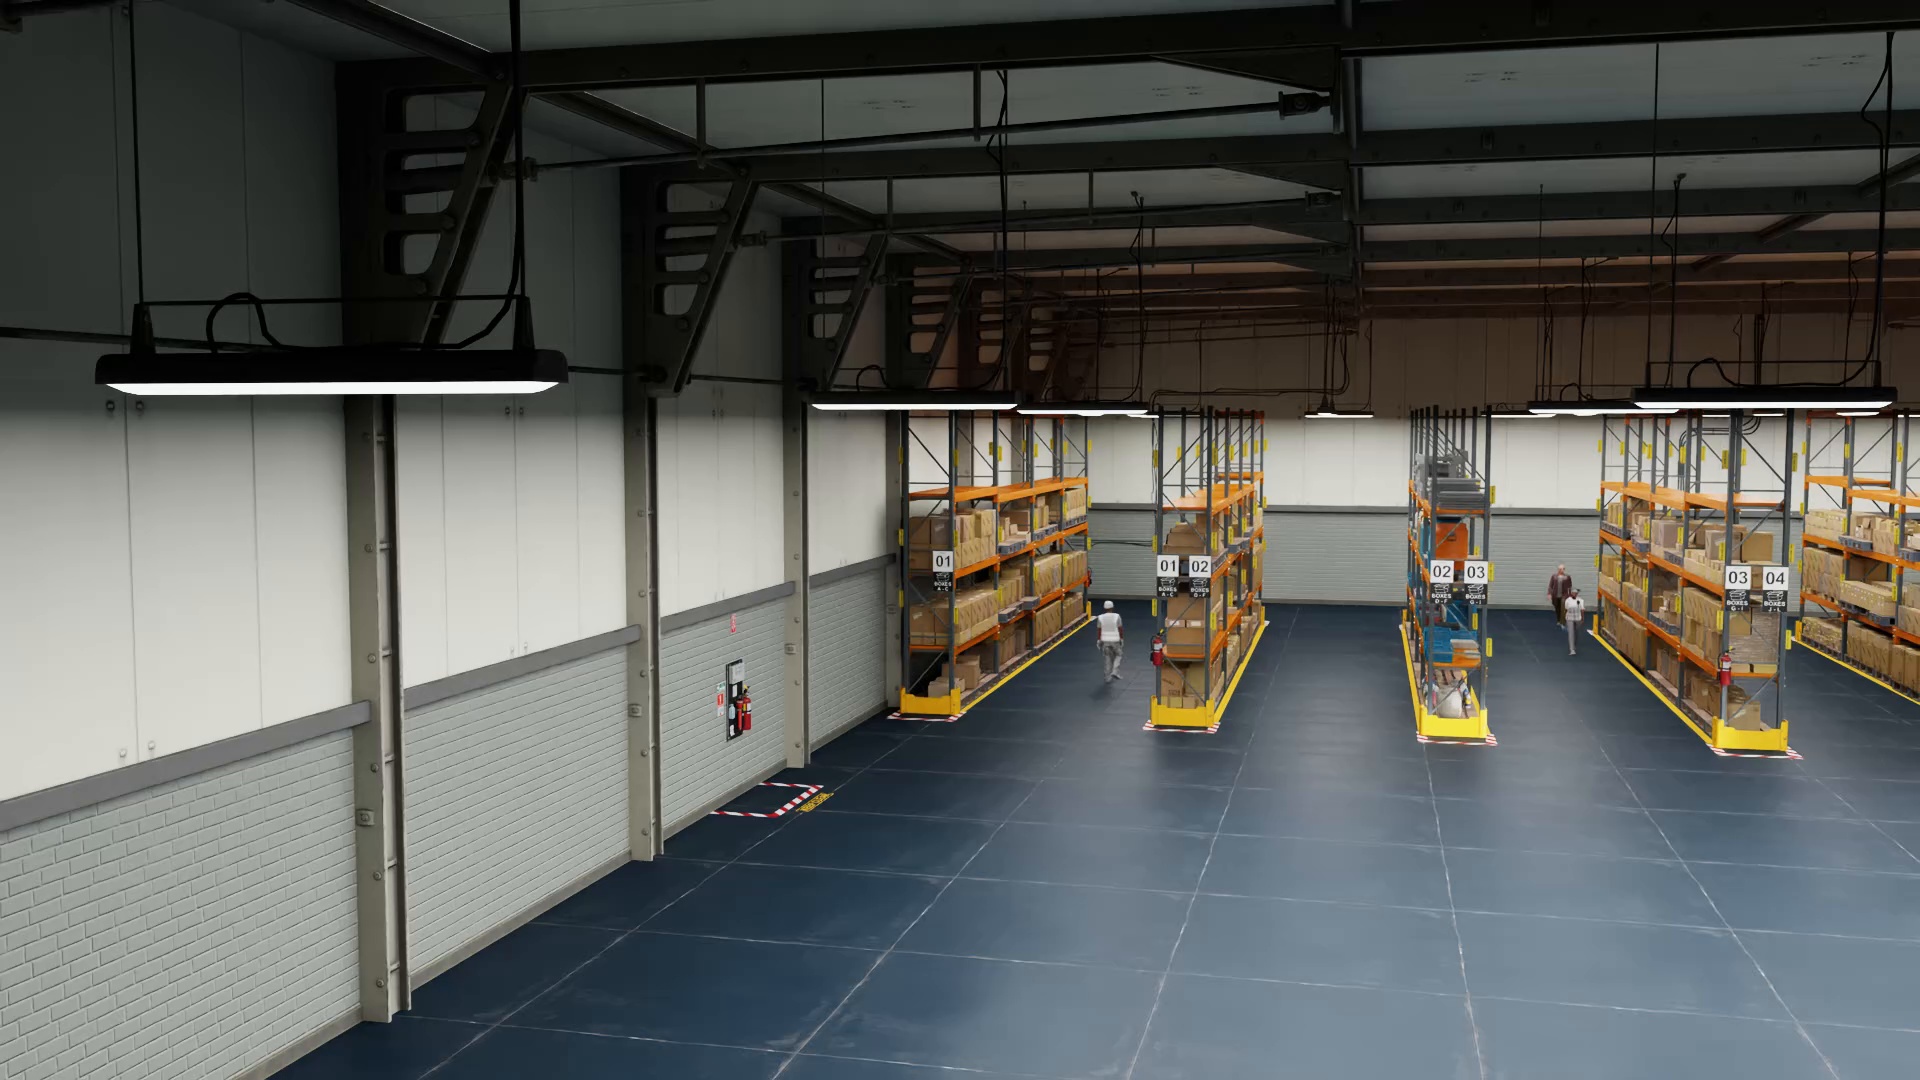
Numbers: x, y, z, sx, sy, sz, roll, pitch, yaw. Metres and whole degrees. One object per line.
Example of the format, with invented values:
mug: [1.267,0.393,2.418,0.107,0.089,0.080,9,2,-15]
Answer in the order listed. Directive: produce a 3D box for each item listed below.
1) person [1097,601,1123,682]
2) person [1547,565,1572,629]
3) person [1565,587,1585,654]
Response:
person: [3.284,2.227,36.368,0.587,1.778,0.508,1,4,10]
person: [16.524,1.549,45.799,0.651,1.726,1.044,2,5,30]
person: [15.119,1.960,40.893,0.440,1.621,1.033,1,4,12]
